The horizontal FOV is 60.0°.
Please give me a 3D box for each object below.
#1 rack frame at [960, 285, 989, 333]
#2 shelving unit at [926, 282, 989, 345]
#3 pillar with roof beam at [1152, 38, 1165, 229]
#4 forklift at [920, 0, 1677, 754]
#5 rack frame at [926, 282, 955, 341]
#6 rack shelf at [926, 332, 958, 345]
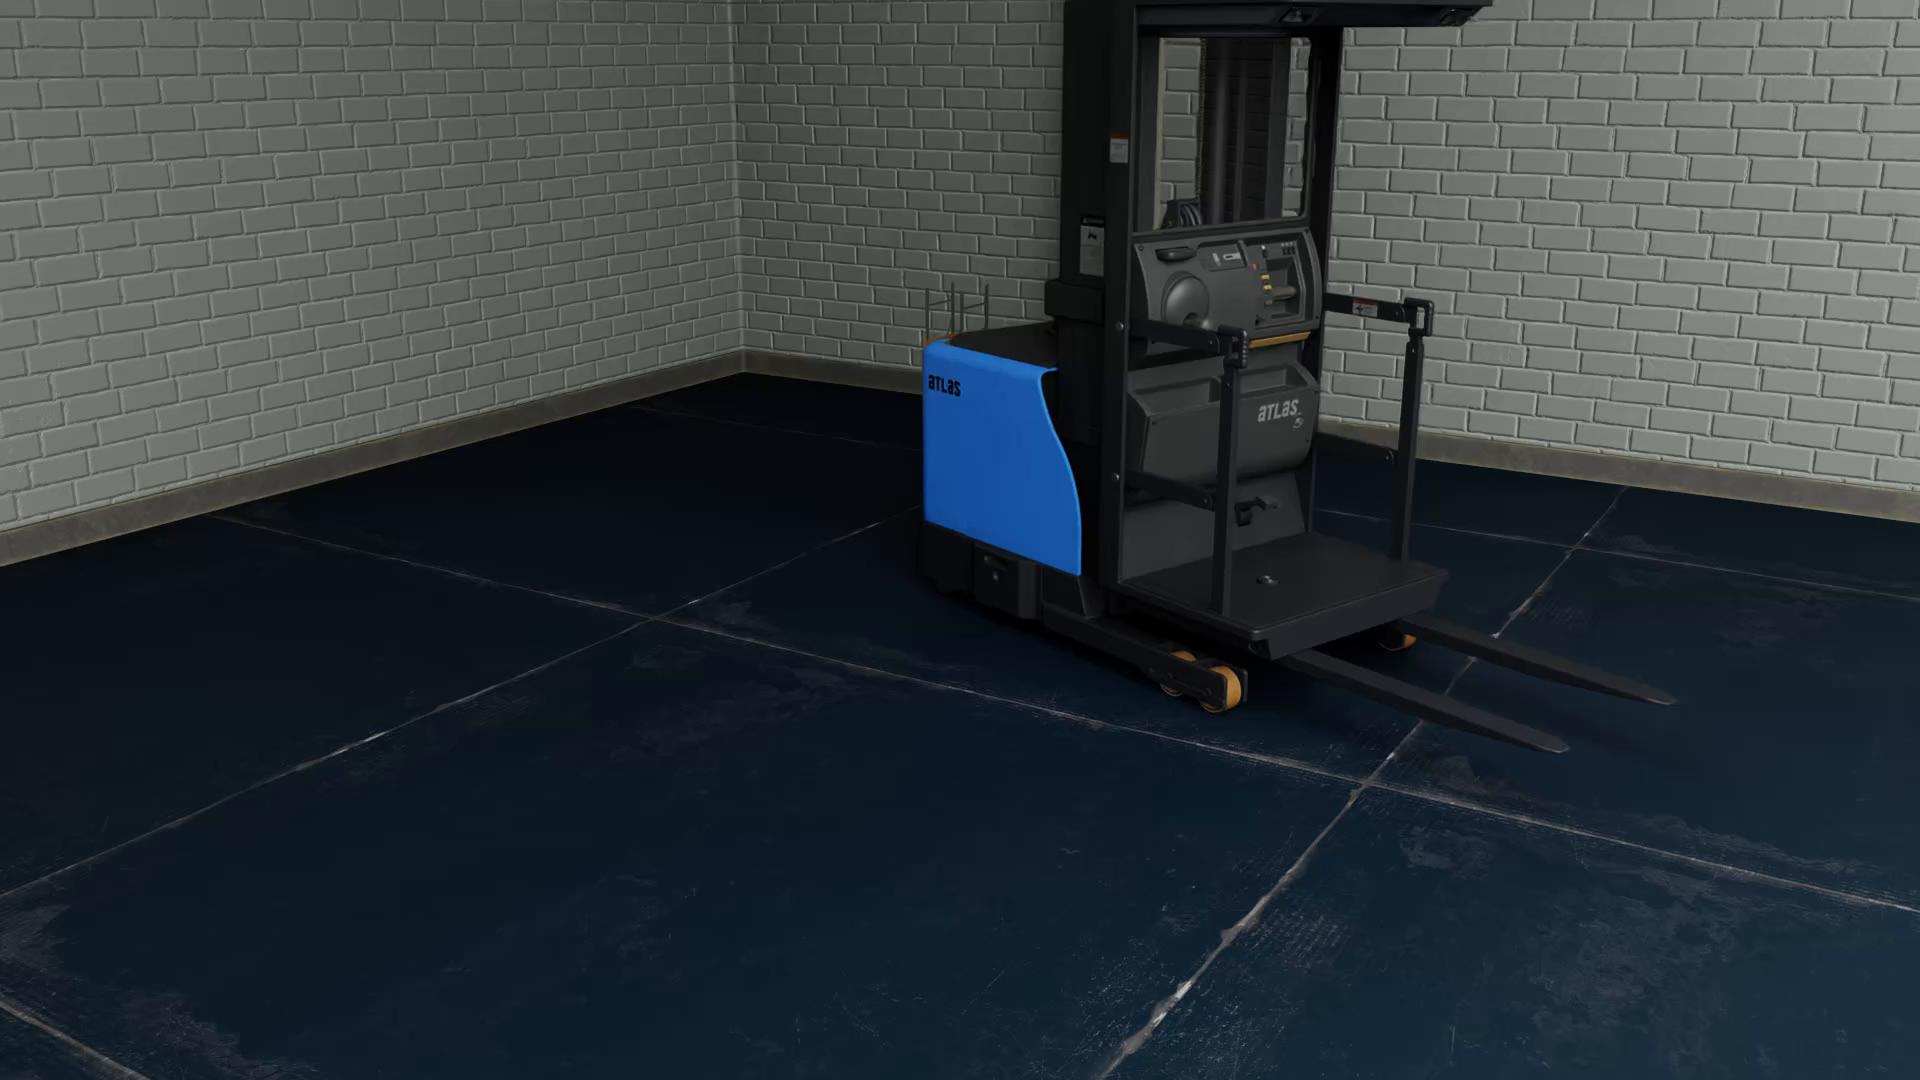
[{"bbox_3d":[0.066,-0.562,7.668,0.006,1.200,0.240,10,20,30],"label":"rack frame"},{"bbox_3d":[-0.012,-0.576,7.714,0.189,1.200,0.258,10,20,30],"label":"shelving unit"},{"bbox_3d":[-1.318,-3.953,5.413,0.400,9.000,9.100,10,20,30],"label":"pillar with roof beam"},{"bbox_3d":[1.132,-0.954,5.978,1.130,2.935,3.031,-13,21,-36],"label":"forklift"},{"bbox_3d":[-0.090,-0.590,7.760,0.006,1.200,0.240,10,20,30],"label":"rack frame"},{"bbox_3d":[-0.012,-0.878,7.622,0.180,0.103,0.258,10,20,30],"label":"rack shelf"}]
